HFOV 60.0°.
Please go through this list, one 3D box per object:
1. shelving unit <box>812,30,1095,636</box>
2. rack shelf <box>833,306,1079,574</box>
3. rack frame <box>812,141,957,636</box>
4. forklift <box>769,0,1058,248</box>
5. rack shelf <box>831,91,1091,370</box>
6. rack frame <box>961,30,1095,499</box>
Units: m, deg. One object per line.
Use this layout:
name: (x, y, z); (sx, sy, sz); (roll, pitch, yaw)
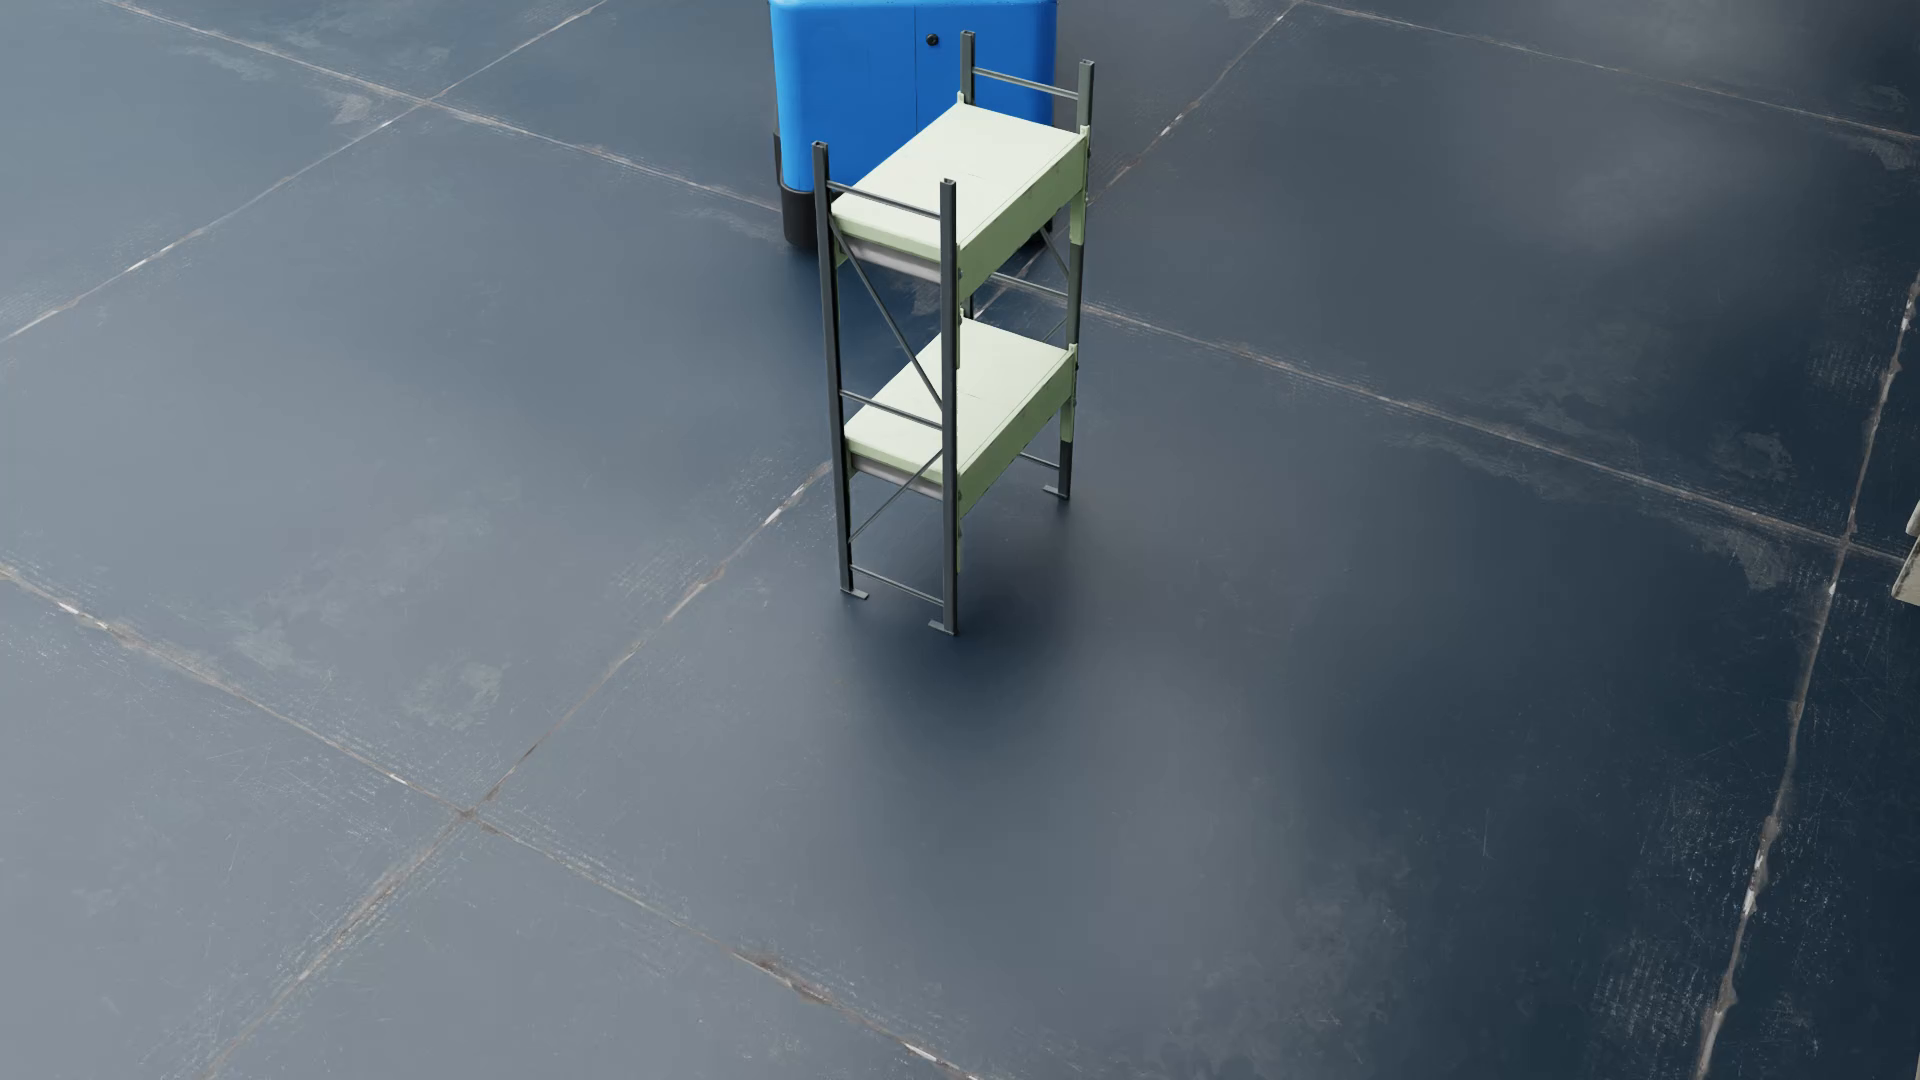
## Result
shelving unit: (-0.003, -0.559, 4.750); (0.431, 1.500, 0.755); (21, 45, 22)
rack shelf: (-0.003, -0.314, 4.965); (0.431, 0.370, 0.720); (21, 45, 22)
rack frame: (-0.186, -0.350, 4.512); (0.400, 1.500, 0.023); (21, 45, 22)
forklift: (-0.235, -3.185, 6.649); (1.130, 2.935, 3.031); (-2, 41, -2)
rack shelf: (-0.003, -0.852, 4.492); (0.431, 0.370, 0.720); (21, 45, 22)
rack frame: (0.180, -0.768, 4.988); (0.400, 1.500, 0.023); (21, 45, 22)
